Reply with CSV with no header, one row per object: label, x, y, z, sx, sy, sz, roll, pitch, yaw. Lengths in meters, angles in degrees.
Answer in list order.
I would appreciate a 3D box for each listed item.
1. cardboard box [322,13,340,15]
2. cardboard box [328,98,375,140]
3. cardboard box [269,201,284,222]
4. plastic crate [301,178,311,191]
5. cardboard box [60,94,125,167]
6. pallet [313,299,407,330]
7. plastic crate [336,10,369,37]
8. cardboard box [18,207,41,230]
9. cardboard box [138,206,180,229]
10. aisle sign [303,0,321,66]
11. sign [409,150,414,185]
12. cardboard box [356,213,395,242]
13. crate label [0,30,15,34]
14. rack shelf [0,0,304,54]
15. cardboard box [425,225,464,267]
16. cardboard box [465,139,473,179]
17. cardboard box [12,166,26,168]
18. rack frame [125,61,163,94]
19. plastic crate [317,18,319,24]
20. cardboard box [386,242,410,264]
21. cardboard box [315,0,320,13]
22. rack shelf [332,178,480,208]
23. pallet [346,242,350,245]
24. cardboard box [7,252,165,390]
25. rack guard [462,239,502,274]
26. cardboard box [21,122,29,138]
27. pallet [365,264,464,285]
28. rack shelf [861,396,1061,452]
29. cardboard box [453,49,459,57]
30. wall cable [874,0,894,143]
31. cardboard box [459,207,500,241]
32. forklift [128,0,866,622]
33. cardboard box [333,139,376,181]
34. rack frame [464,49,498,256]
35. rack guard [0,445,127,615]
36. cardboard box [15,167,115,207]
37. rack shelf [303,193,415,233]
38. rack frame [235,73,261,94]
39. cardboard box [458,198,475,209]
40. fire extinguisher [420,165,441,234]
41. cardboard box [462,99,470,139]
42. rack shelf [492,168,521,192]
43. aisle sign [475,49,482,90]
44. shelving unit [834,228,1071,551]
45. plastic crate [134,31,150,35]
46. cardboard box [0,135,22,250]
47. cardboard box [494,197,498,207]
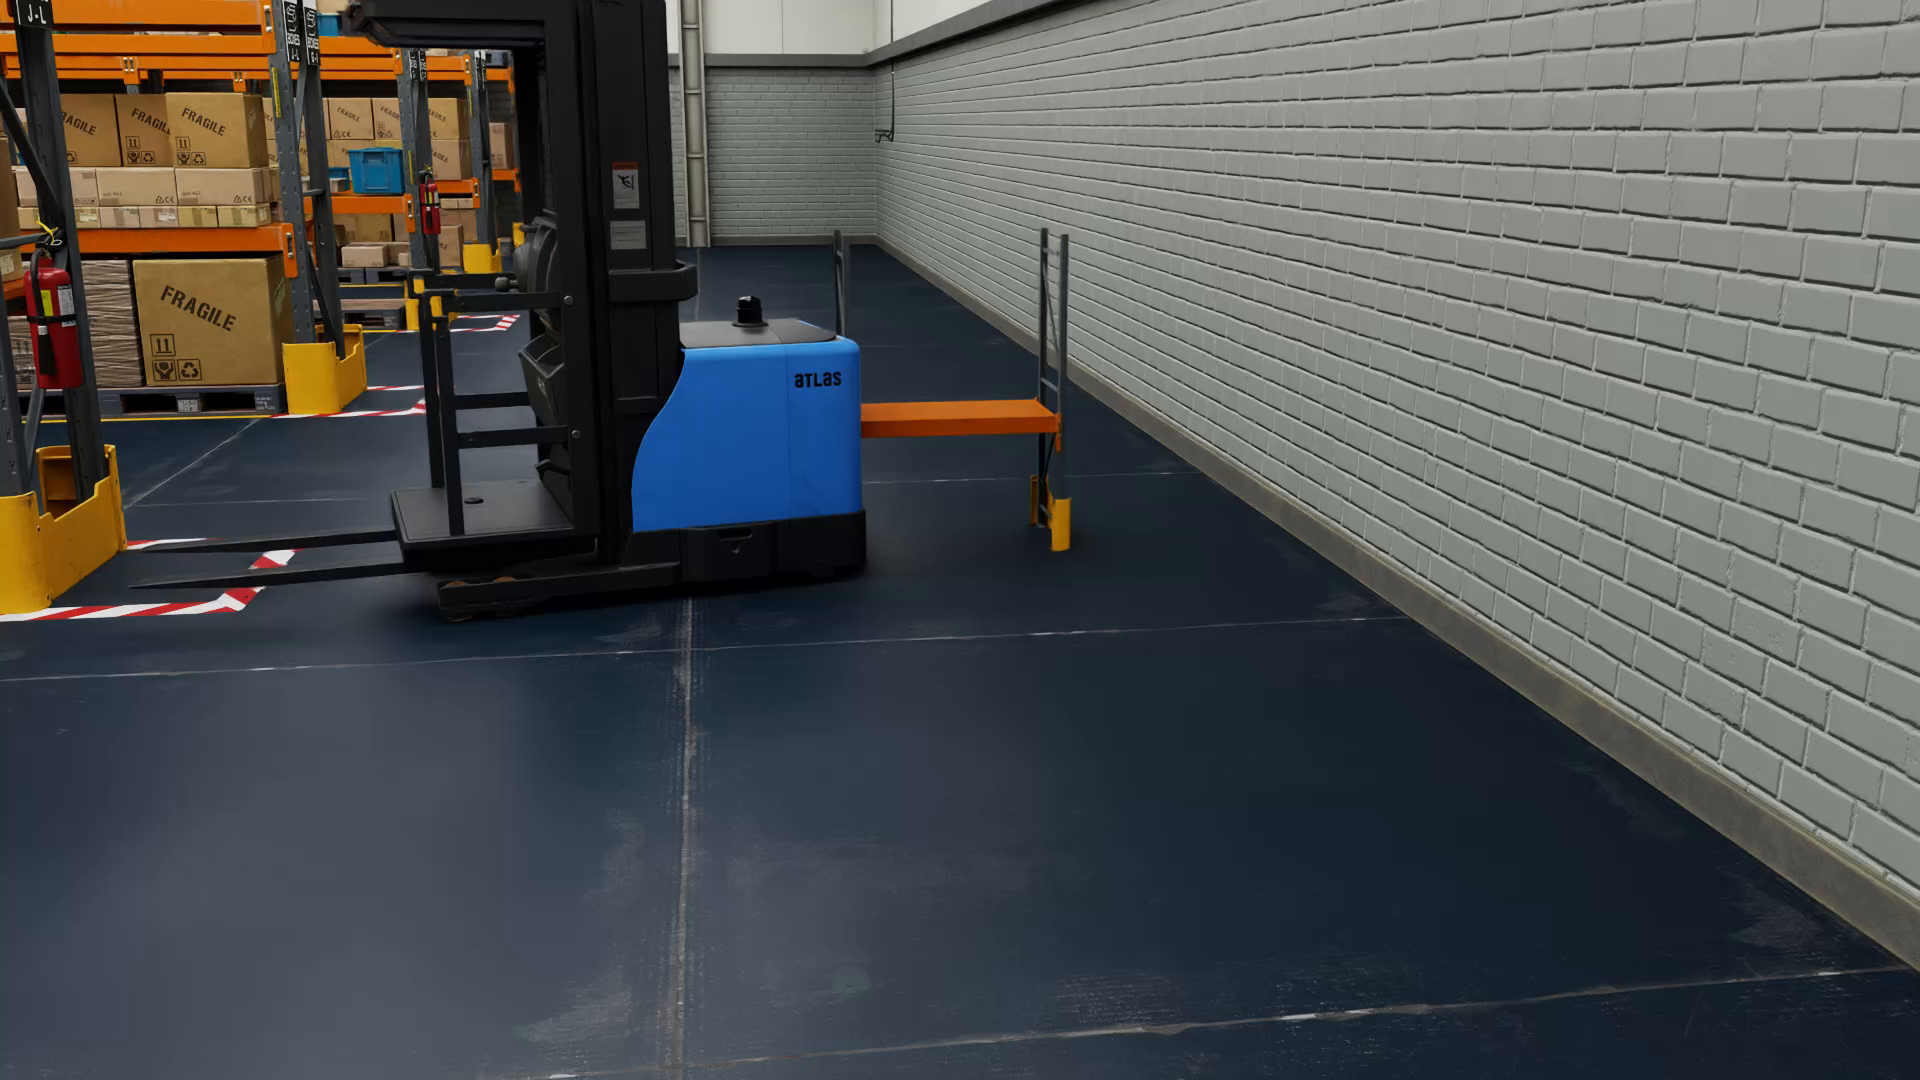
cardboard box,-7.624,-6.374,20.587,0.500,0.250,0.500,-2,14,-8
cardboard box,-7.576,-5.278,20.839,0.500,0.500,0.500,-2,14,-7
cardboard box,-5.093,-2.427,12.248,0.250,0.149,0.380,-2,14,-8
plastic crate,-6.499,-3.495,16.408,0.243,0.136,0.396,-2,14,-8
cardboard box,-6.214,-2.927,11.880,0.500,0.500,0.500,-2,14,-10
pallet,-6.252,-2.300,16.960,1.213,0.211,1.003,-2,14,-8
plastic crate,-5.853,-5.118,16.566,0.590,0.269,0.497,-2,14,-8
cardboard box,-6.262,-2.221,11.429,0.250,0.149,0.380,-2,14,-8
cardboard box,-5.503,-2.249,11.541,0.250,0.149,0.380,-2,14,-8
aisle sign,-4.667,-3.818,11.934,0.004,0.787,0.394,-2,14,-8
sign,-5.333,-3.621,16.158,0.005,0.325,0.100,-2,14,-8
cardboard box,-9.102,-4.941,26.031,0.500,0.500,0.700,-2,14,-7
crate label,-8.859,-4.804,15.586,0.466,0.136,0.293,-2,14,-8
rack shelf,-6.671,-3.516,11.386,4.000,0.370,1.077,-2,14,-8
cardboard box,-6.666,-3.787,21.390,0.500,0.500,0.500,-2,14,-8
cardboard box,-6.643,-4.961,21.631,0.500,0.500,0.500,-2,14,-7
cardboard box,-6.733,-2.543,11.893,0.500,0.250,0.500,-2,14,-9
rack frame,-10.120,-4.720,20.877,0.127,3.000,1.000,-2,14,-8
plastic crate,-6.364,-4.921,15.948,0.336,0.188,0.450,-2,14,-8
cardboard box,-7.239,-3.775,21.857,0.500,0.250,0.500,-2,14,-8
cardboard box,-8.164,-6.794,20.717,0.500,0.500,0.700,-2,14,-8
rack shelf,-8.143,-4.444,21.253,4.000,0.370,1.077,-2,14,-8
pallet,-10.099,-4.568,26.001,1.213,0.211,1.003,-2,14,-8
cardboard box,-6.214,-1.580,11.859,0.875,0.875,0.875,-2,14,-8
rack guard,-6.240,-3.650,21.748,0.348,0.500,1.175,-2,14,-8
cardboard box,-11.293,-4.969,20.799,0.500,0.500,0.700,0,14,1
pallet,-7.028,-3.480,21.667,1.213,0.211,1.003,-2,14,-8
rack shelf,-0.053,-0.554,8.087,1.000,0.185,0.538,-2,14,-9
cardboard box,-6.711,-6.290,21.278,0.500,0.250,0.500,-2,14,-8
wall cable,-1.261,-7.579,26.328,0.112,2.526,3.097,-2,14,-8
cardboard box,-7.584,-4.998,26.261,0.500,0.500,0.700,-2,14,-8
forklift,-1.997,-1.230,7.099,3.031,2.935,1.130,-5,15,-21
cardboard box,-7.574,-4.795,20.971,0.500,0.500,0.500,-2,14,-8
rack frame,-6.165,-4.865,21.455,0.127,3.000,1.000,-2,14,-8
rack guard,-4.129,-0.070,7.474,0.348,0.500,1.175,-2,14,-8
cardboard box,-6.138,-2.435,11.463,0.500,0.250,0.500,-3,14,-10
rack shelf,-7.409,-3.252,16.502,4.000,0.370,1.077,-2,14,-8
rack frame,-10.862,-5.912,25.627,0.127,3.000,1.000,-2,14,-8
cardboard box,-7.684,-5.264,25.989,0.250,0.149,0.380,-2,14,-9
fire extinguisher,-5.214,-3.351,16.344,0.183,0.674,0.296,-2,14,-8
cardboard box,-6.643,-5.446,21.510,0.500,0.500,0.500,-2,14,-7
rack shelf,-8.884,-5.635,26.004,4.000,0.370,1.077,-2,14,-8
aisle sign,-6.052,-6.055,20.854,0.004,0.787,0.394,-2,14,-8
shelving unit,-0.044,-0.729,8.044,1.083,1.500,0.587,-2,14,-9
plastic crate,-8.185,-4.993,16.341,0.466,0.136,0.293,-2,14,-8
cardboard box,-4.539,-1.528,7.332,0.500,0.500,0.500,-1,14,-6
cardboard box,-7.490,-5.366,26.392,0.250,0.149,0.380,-2,14,-8
